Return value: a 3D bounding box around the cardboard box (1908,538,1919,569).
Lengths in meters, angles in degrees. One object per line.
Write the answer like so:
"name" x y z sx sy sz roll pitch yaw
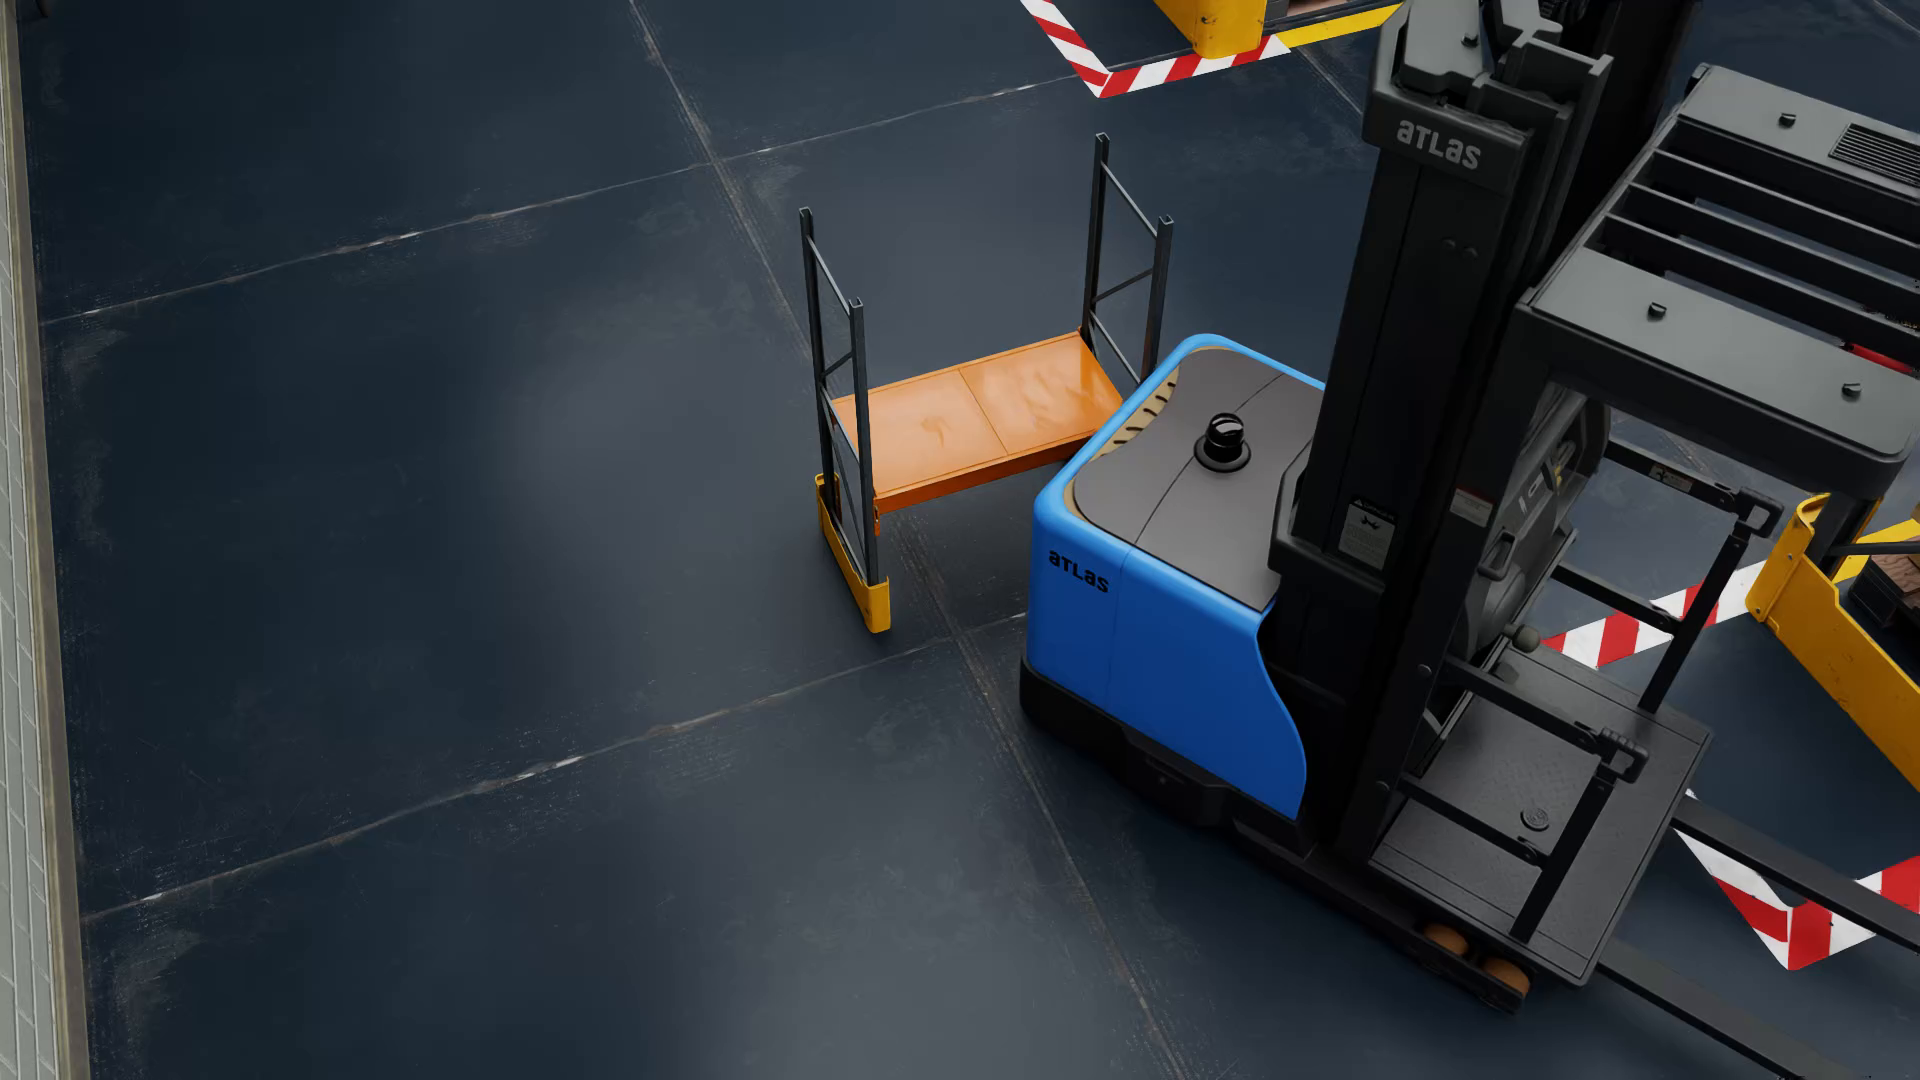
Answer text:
"cardboard box" 3.554 0.112 5.779 0.250 0.149 0.380 -16 51 -14

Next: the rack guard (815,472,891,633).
"rack guard" -0.390 0.040 6.051 0.087 0.250 0.587 -17 52 -14

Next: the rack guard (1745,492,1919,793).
"rack guard" 3.216 0.410 5.568 0.348 0.500 1.175 -17 52 -14

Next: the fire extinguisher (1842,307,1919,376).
"fire extinguisher" 2.737 -0.488 4.989 0.183 0.674 0.296 -17 52 -14

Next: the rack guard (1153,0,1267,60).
"rack guard" 1.158 -3.009 8.505 0.348 0.500 1.175 -17 52 -14

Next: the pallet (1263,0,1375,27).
"pallet" 1.891 -3.206 8.864 1.213 0.211 1.003 -17 52 -14

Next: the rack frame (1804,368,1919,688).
"rack frame" 3.145 -0.383 4.601 0.127 3.000 1.000 -17 52 -14

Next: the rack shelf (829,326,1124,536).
"rack shelf" 0.079 -0.396 5.838 1.000 0.185 0.538 -17 52 -14

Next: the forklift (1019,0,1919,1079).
"forklift" 1.693 -0.001 4.319 3.031 2.935 1.130 29 55 23

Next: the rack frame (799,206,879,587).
"rack frame" -0.392 -0.367 5.577 0.032 1.500 0.500 -17 52 -14

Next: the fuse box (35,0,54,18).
"fuse box" -4.691 -3.294 7.951 0.414 1.711 0.539 -17 52 -14

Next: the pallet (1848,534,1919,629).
"pallet" 3.981 0.296 5.857 1.213 0.211 1.003 -17 52 -14

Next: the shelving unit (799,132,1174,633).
"shelving unit" 0.071 -0.511 5.700 1.083 1.500 0.587 -17 52 -14

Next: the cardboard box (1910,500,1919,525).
"cardboard box" 3.526 -0.039 5.713 0.250 0.149 0.380 -18 52 -15

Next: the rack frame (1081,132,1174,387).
"rack frame" 0.550 -0.659 5.827 0.032 1.500 0.500 -17 52 -14
